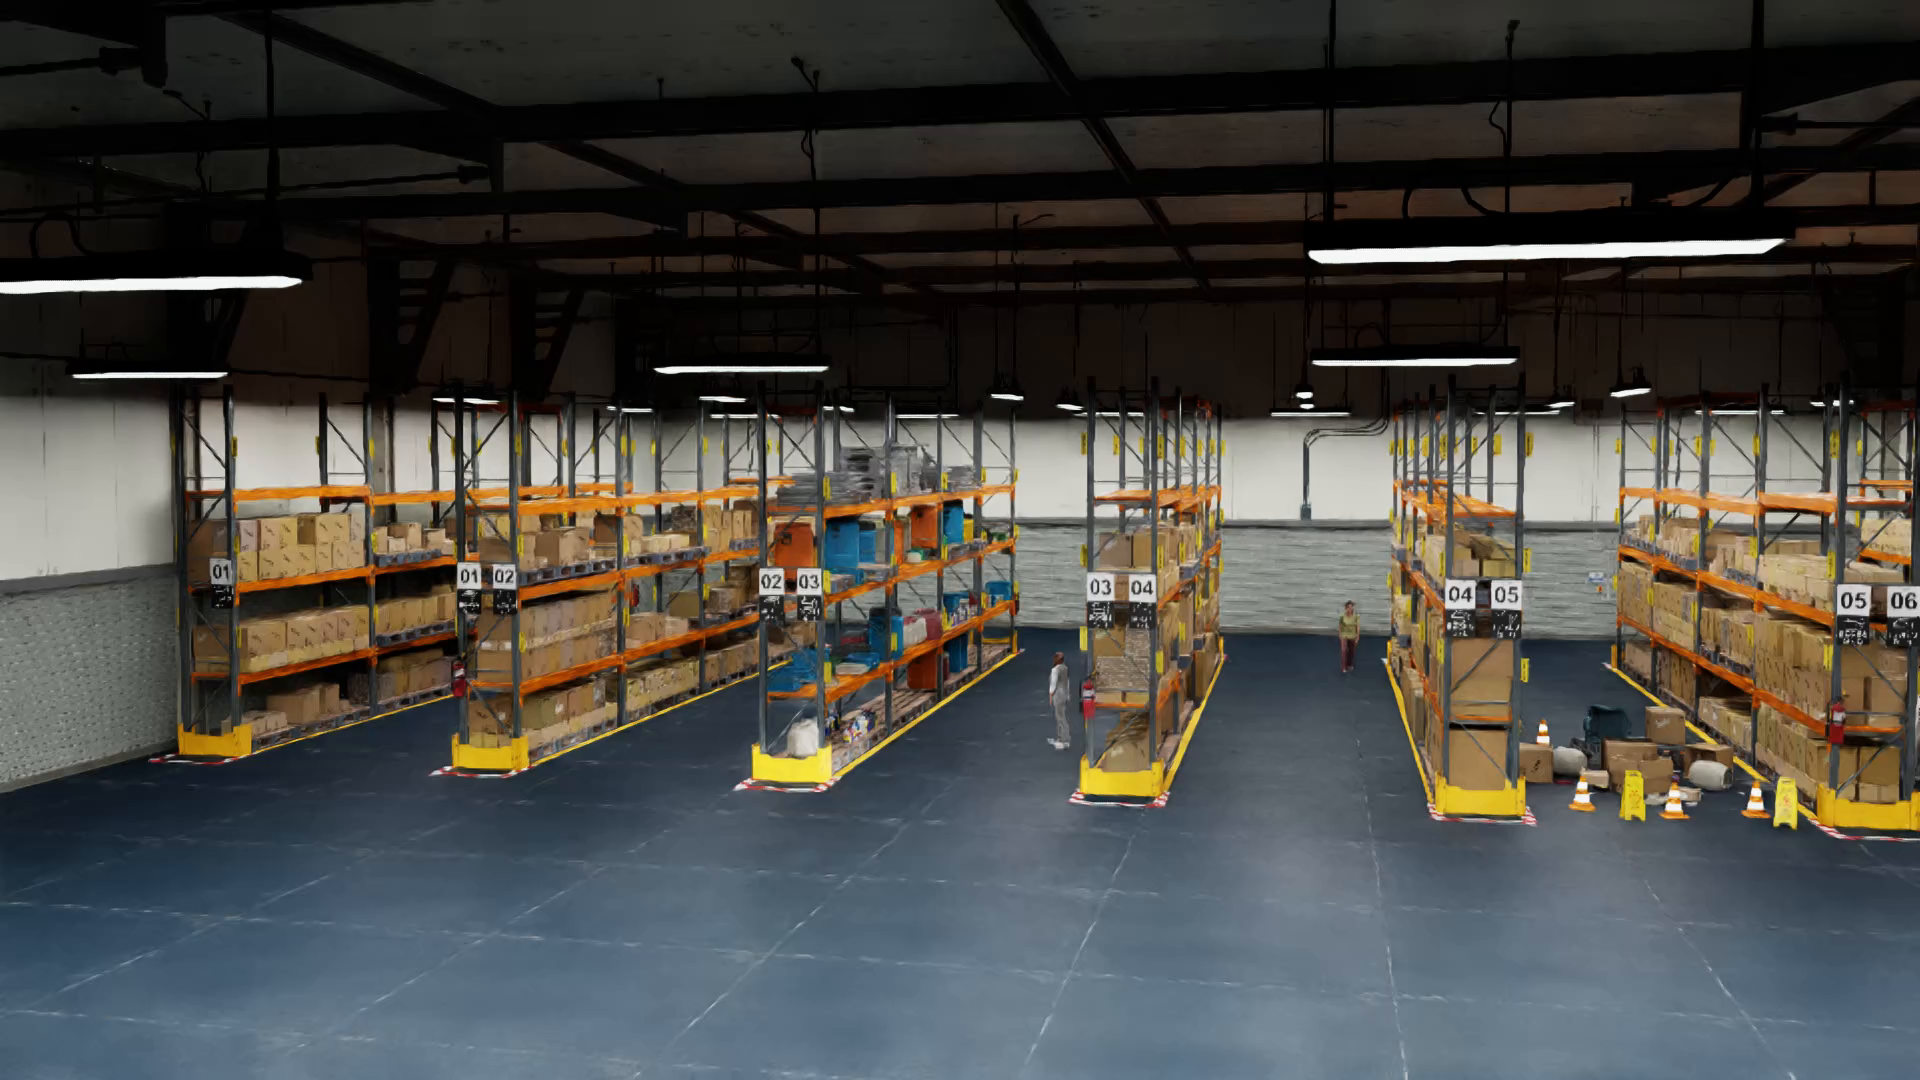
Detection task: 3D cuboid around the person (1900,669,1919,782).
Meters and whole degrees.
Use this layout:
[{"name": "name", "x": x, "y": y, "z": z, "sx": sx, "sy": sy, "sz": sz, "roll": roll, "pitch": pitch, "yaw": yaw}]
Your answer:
[{"name": "person", "x": 14.299, "y": 2.760, "z": 24.926, "sx": 0.459, "sy": 1.677, "sz": 0.525, "roll": 3, "pitch": 4, "yaw": 43}]

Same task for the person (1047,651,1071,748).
[{"name": "person", "x": 1.647, "y": 2.640, "z": 27.720, "sx": 0.538, "sy": 1.587, "sz": 0.534, "roll": 2, "pitch": 4, "yaw": 30}]

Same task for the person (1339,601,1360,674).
[{"name": "person", "x": 8.618, "y": 2.133, "z": 36.778, "sx": 0.446, "sy": 1.590, "sz": 1.110, "roll": 1, "pitch": 3, "yaw": 10}]
